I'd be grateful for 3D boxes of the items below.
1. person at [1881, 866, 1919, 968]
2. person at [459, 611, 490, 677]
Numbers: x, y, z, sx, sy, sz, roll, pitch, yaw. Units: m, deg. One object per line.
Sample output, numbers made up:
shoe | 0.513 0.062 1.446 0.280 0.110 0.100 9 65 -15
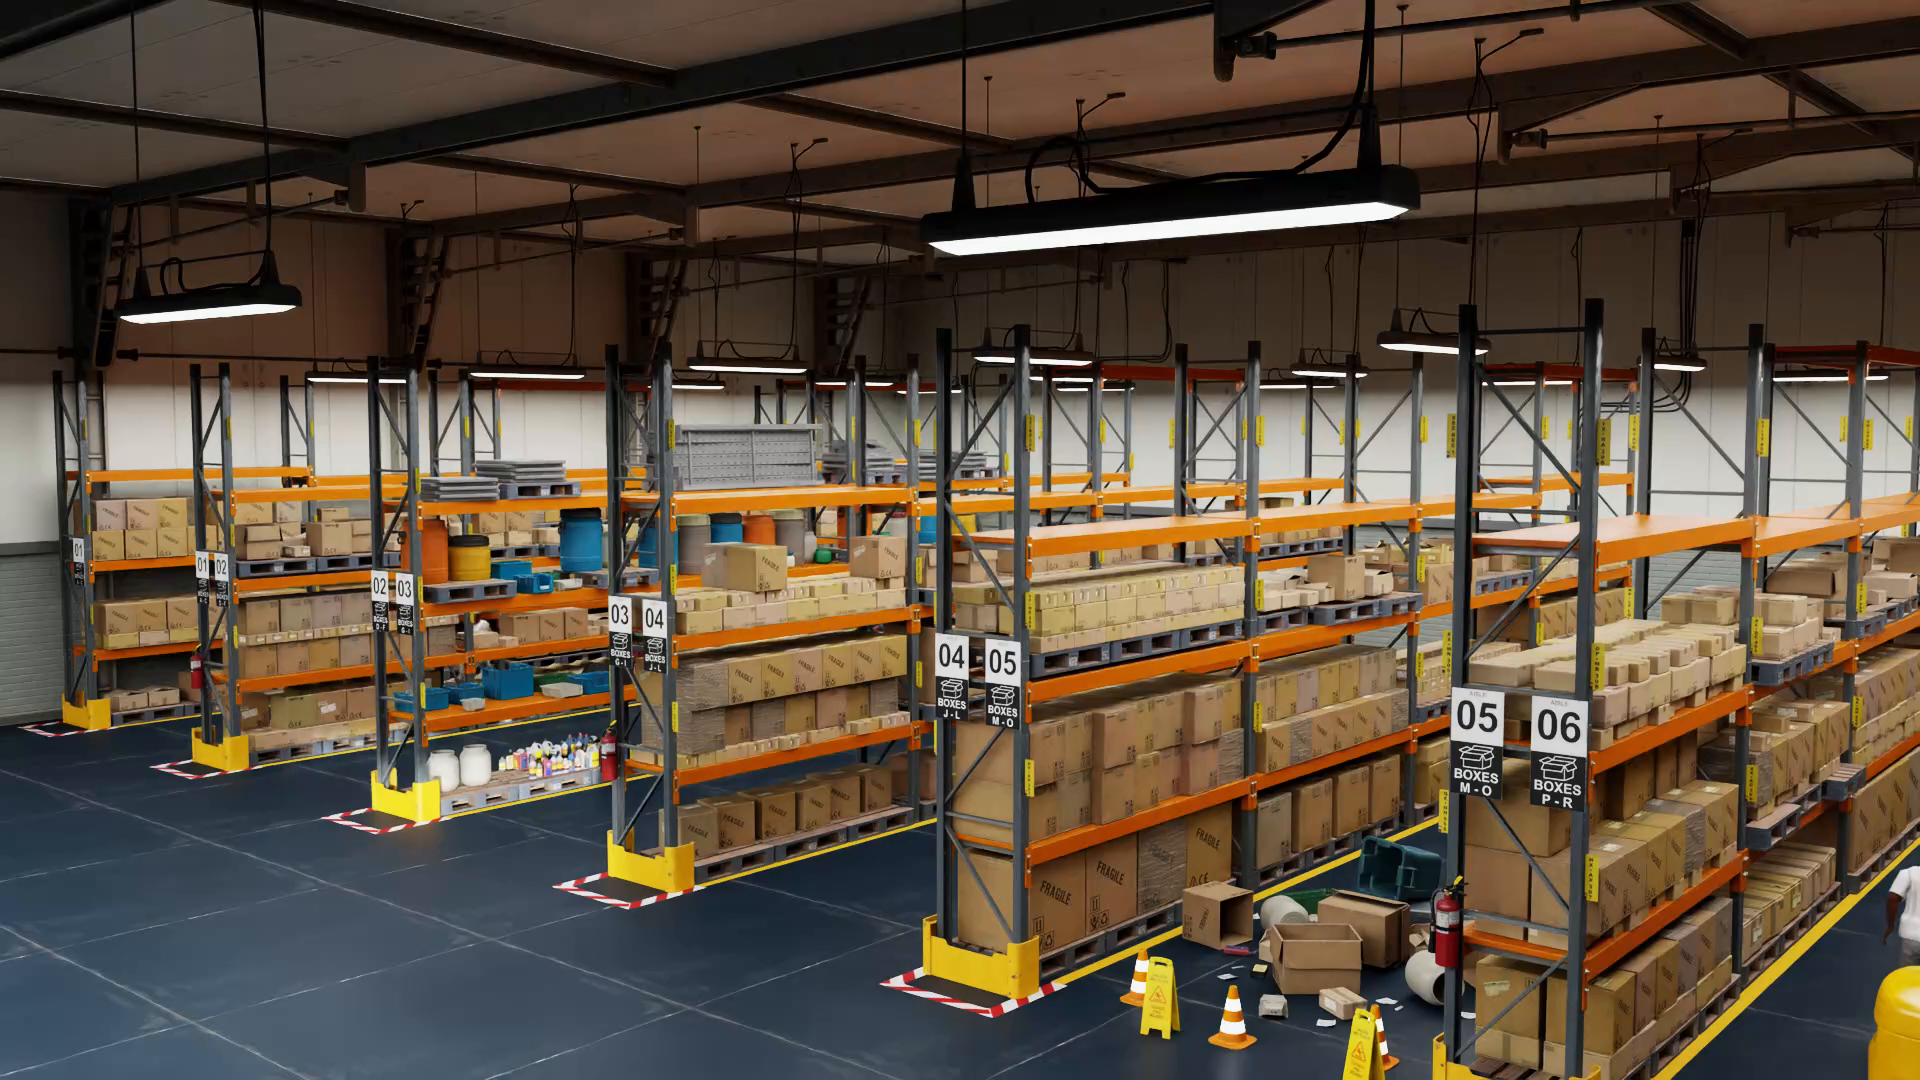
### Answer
person | 8.107 3.341 13.920 0.660 1.654 0.767 4 5 40
person | -8.947 2.076 30.855 0.573 1.730 1.058 2 4 23
